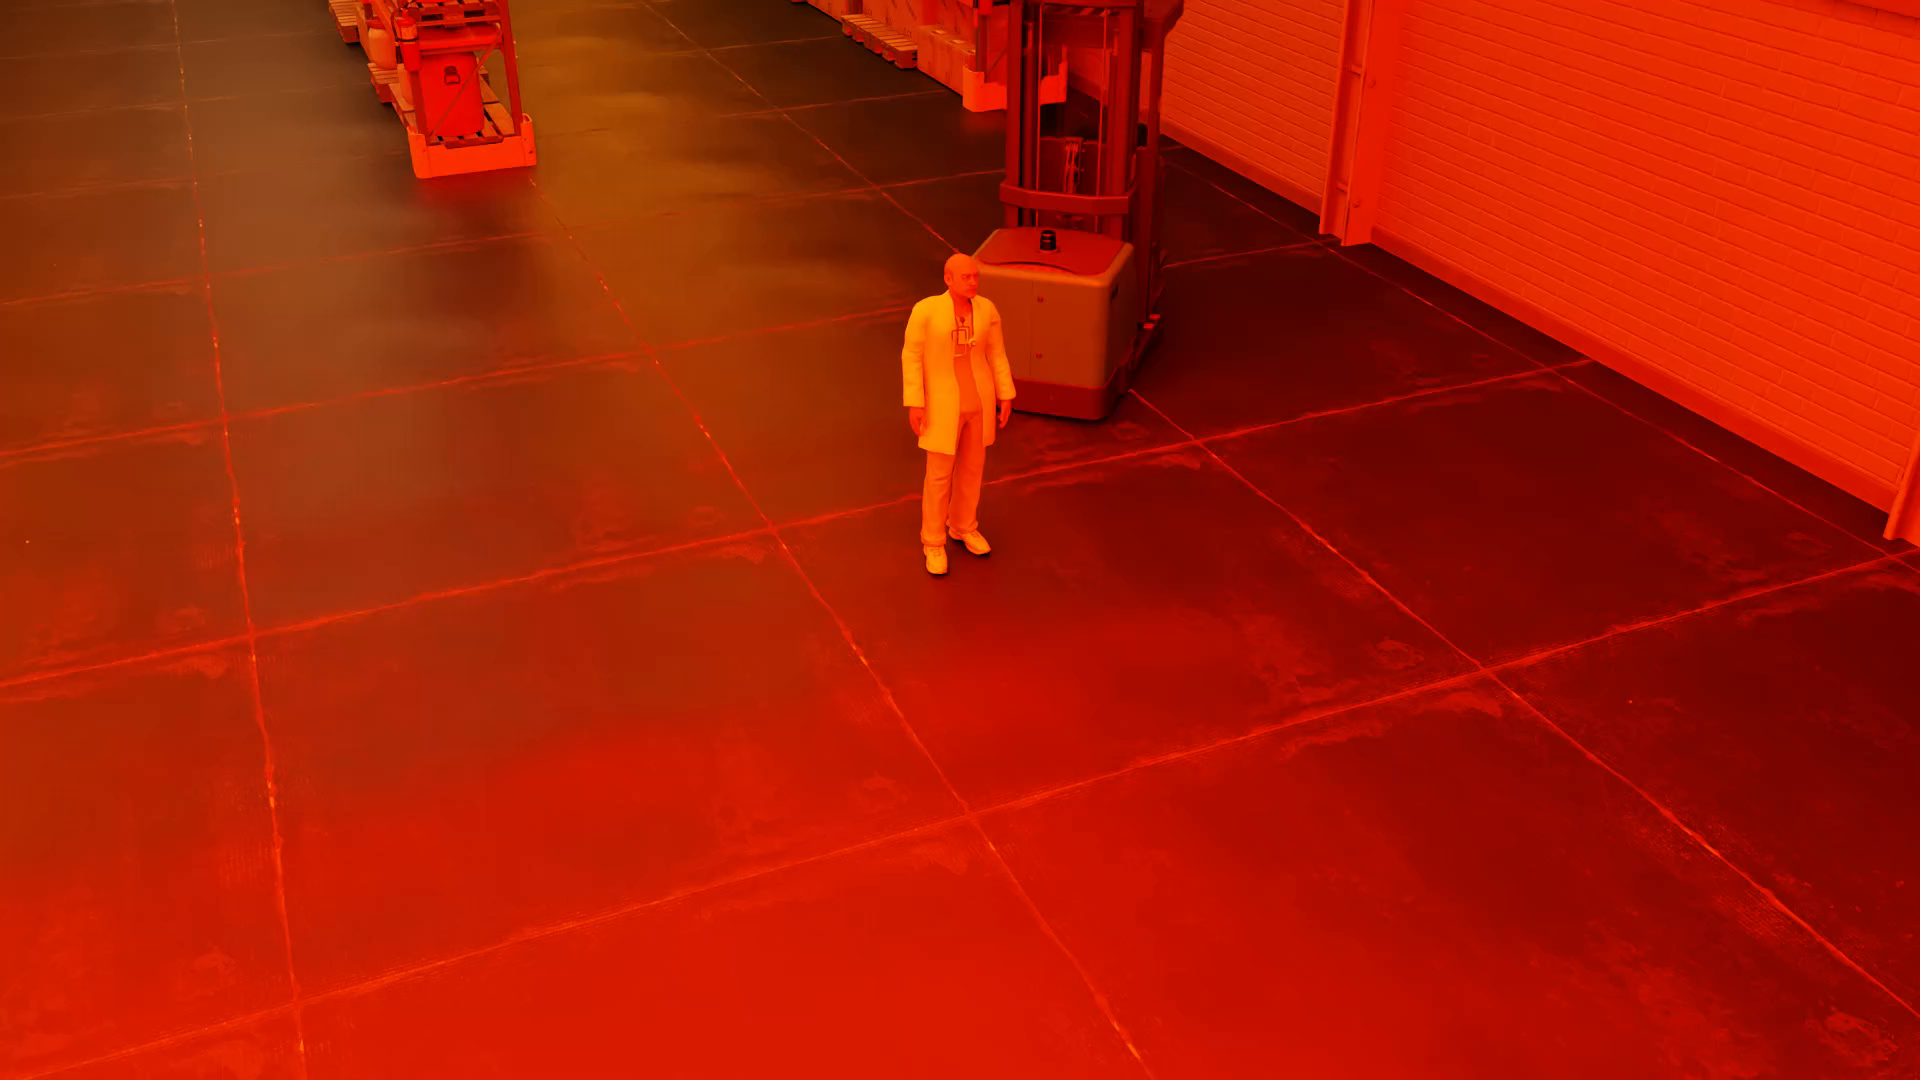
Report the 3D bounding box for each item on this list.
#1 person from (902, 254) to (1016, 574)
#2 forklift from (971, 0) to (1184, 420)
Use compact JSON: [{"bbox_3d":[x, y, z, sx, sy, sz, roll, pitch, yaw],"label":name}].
[{"bbox_3d":[0.032,-0.736,9.555,0.694,1.775,0.581,-12,32,-20],"label":"person"},{"bbox_3d":[0.936,-2.810,12.033,1.130,2.935,3.031,9,31,15],"label":"forklift"}]
